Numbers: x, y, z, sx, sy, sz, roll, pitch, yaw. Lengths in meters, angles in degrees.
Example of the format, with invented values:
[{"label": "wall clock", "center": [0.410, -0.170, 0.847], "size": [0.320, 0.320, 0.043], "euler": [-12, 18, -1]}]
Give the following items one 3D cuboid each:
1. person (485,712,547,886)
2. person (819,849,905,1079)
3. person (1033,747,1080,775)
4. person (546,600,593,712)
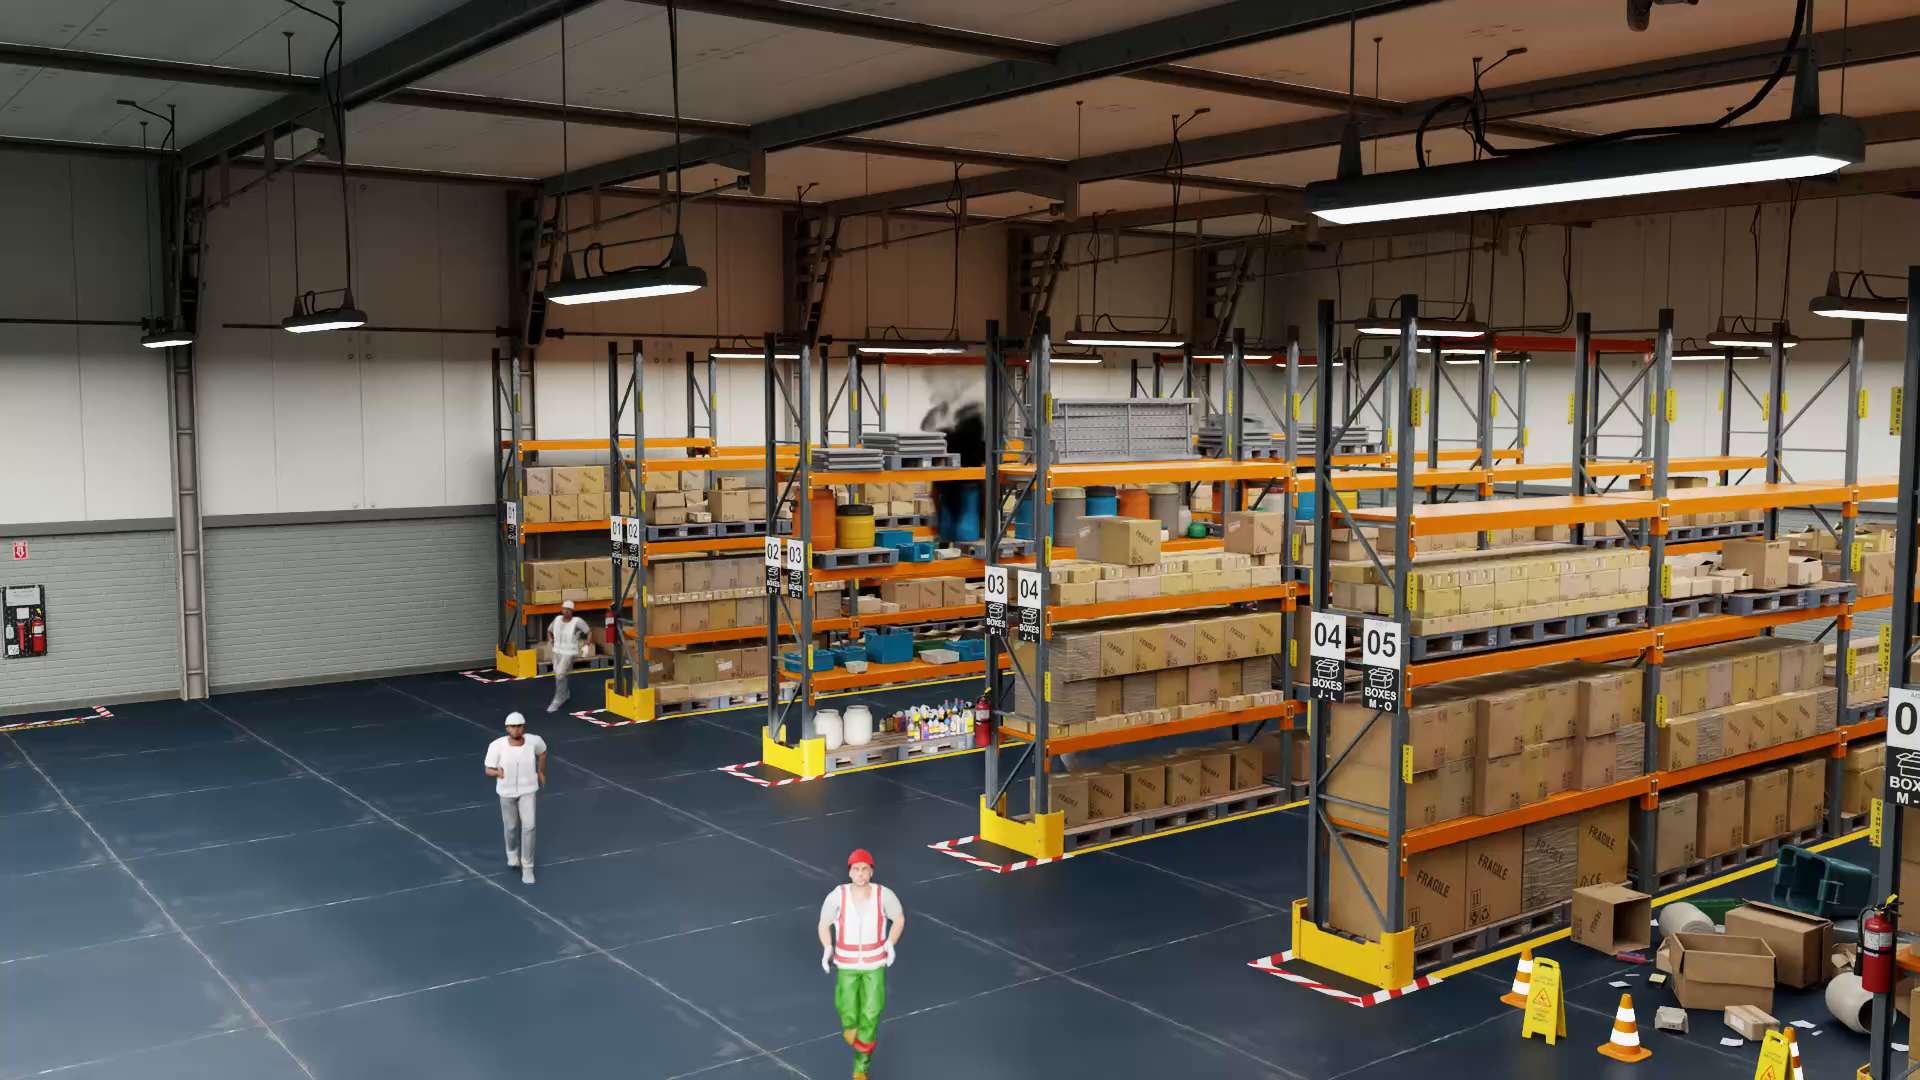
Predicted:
[{"label": "person", "center": [-4.736, 2.724, 17.765], "size": [0.635, 1.815, 0.841], "euler": [-1, 5, -13]}, {"label": "person", "center": [-0.748, 3.195, 12.587], "size": [0.640, 1.749, 0.704], "euler": [0, 5, -4]}, {"label": "person", "center": [1.251, 2.426, 21.262], "size": [0.768, 1.850, 0.631], "euler": [-5, 7, -43]}, {"label": "person", "center": [-6.451, 1.889, 27.260], "size": [0.749, 1.818, 0.737], "euler": [2, 5, 21]}]
